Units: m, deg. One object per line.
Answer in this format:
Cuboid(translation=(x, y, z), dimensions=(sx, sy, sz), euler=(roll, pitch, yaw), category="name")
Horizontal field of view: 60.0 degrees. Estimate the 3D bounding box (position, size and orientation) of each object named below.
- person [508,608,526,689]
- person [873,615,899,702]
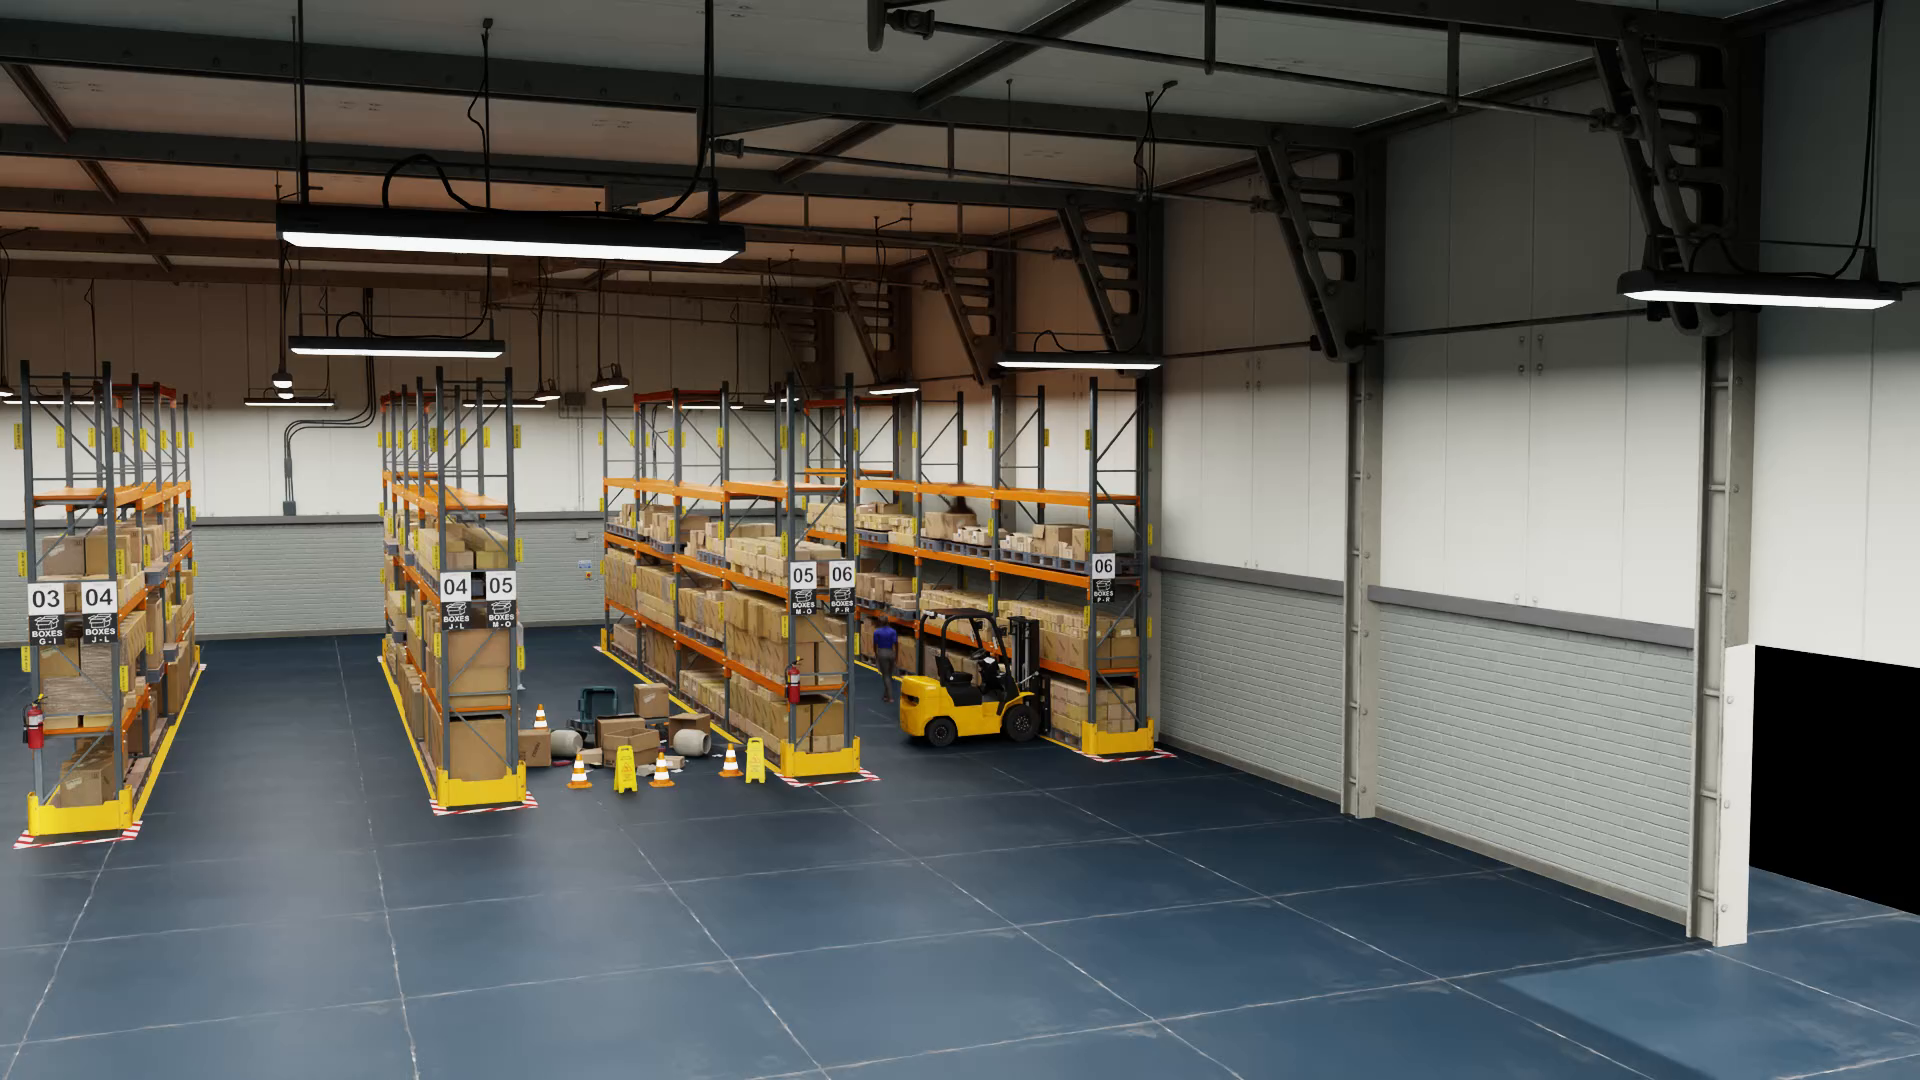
Cuboid(translation=(-8.948, 2.171, 33.533), dimensions=(0.381, 1.699, 0.466), euler=(-3, 4, -39), category="person")
Cuboid(translation=(-1.402, 2.185, 30.612), dimensions=(0.435, 1.656, 0.733), euler=(-2, 4, -30), category="person")
